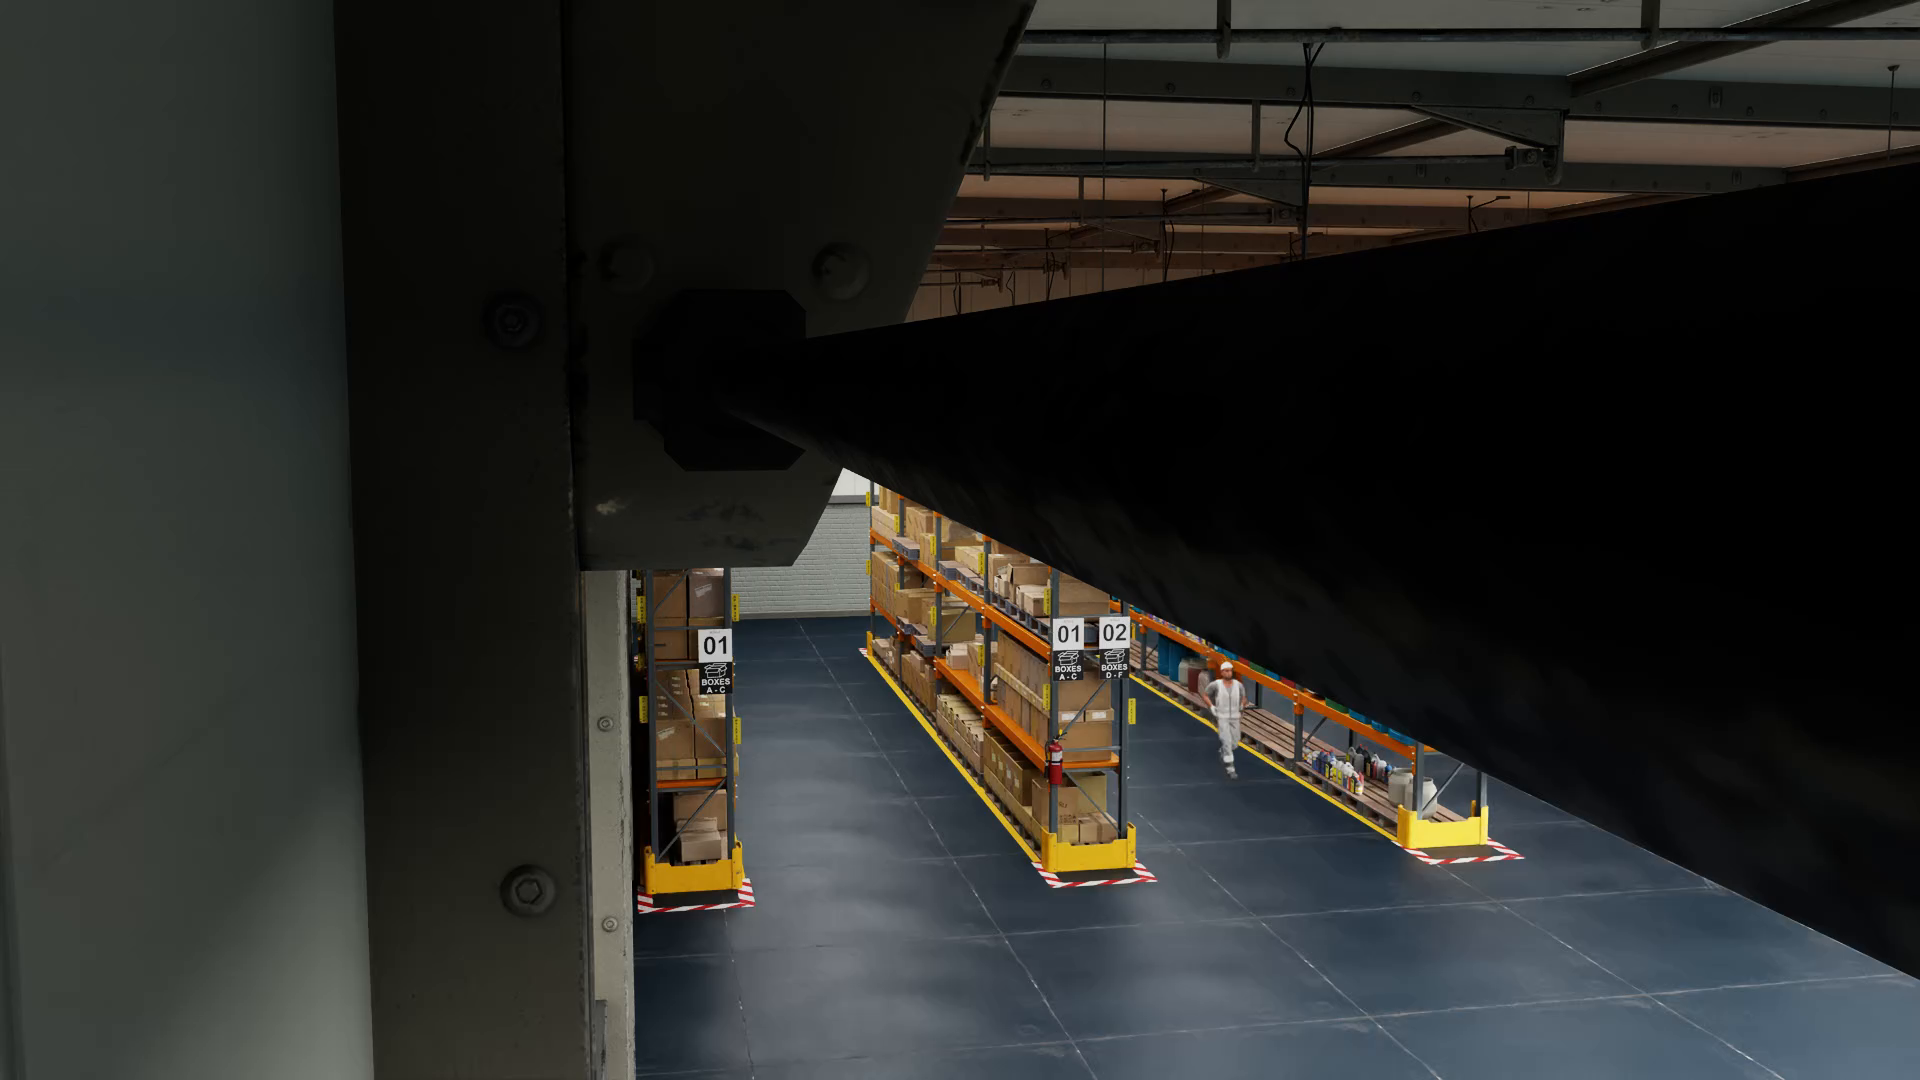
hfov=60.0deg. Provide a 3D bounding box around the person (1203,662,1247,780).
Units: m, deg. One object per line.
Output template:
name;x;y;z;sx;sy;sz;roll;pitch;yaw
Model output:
person;4.125;2.762;25.672;0.655;1.766;0.906;-1;6;-11
